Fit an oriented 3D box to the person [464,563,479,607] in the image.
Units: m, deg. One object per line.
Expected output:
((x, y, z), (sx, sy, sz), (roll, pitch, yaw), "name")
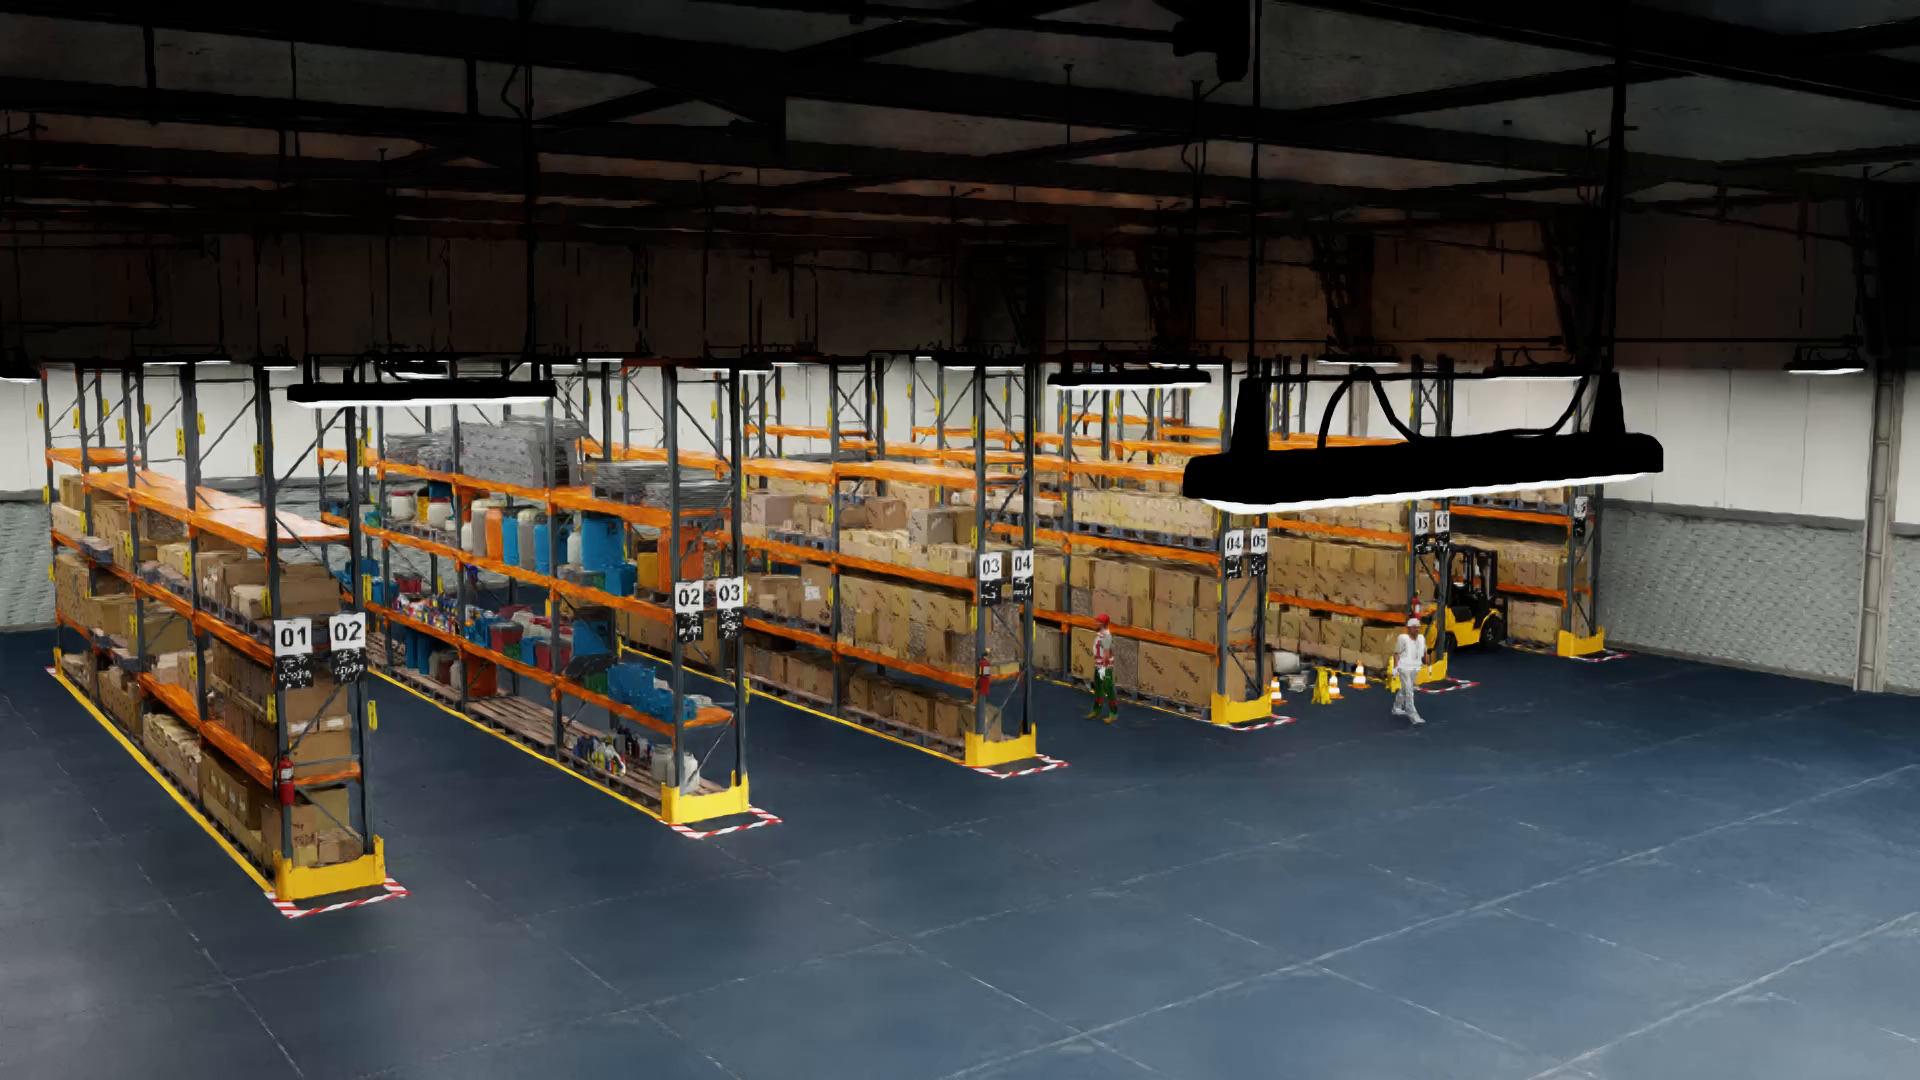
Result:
((-10.896, 1.051, 37.102), (0.449, 1.662, 0.580), (-2, 7, -15), "person")

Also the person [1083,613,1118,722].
((2.341, 2.107, 27.730), (0.547, 1.785, 0.646), (-1, 7, -8), "person")

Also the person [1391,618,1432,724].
((7.529, 2.145, 27.655), (0.555, 1.720, 1.024), (-3, 8, -27), "person")
